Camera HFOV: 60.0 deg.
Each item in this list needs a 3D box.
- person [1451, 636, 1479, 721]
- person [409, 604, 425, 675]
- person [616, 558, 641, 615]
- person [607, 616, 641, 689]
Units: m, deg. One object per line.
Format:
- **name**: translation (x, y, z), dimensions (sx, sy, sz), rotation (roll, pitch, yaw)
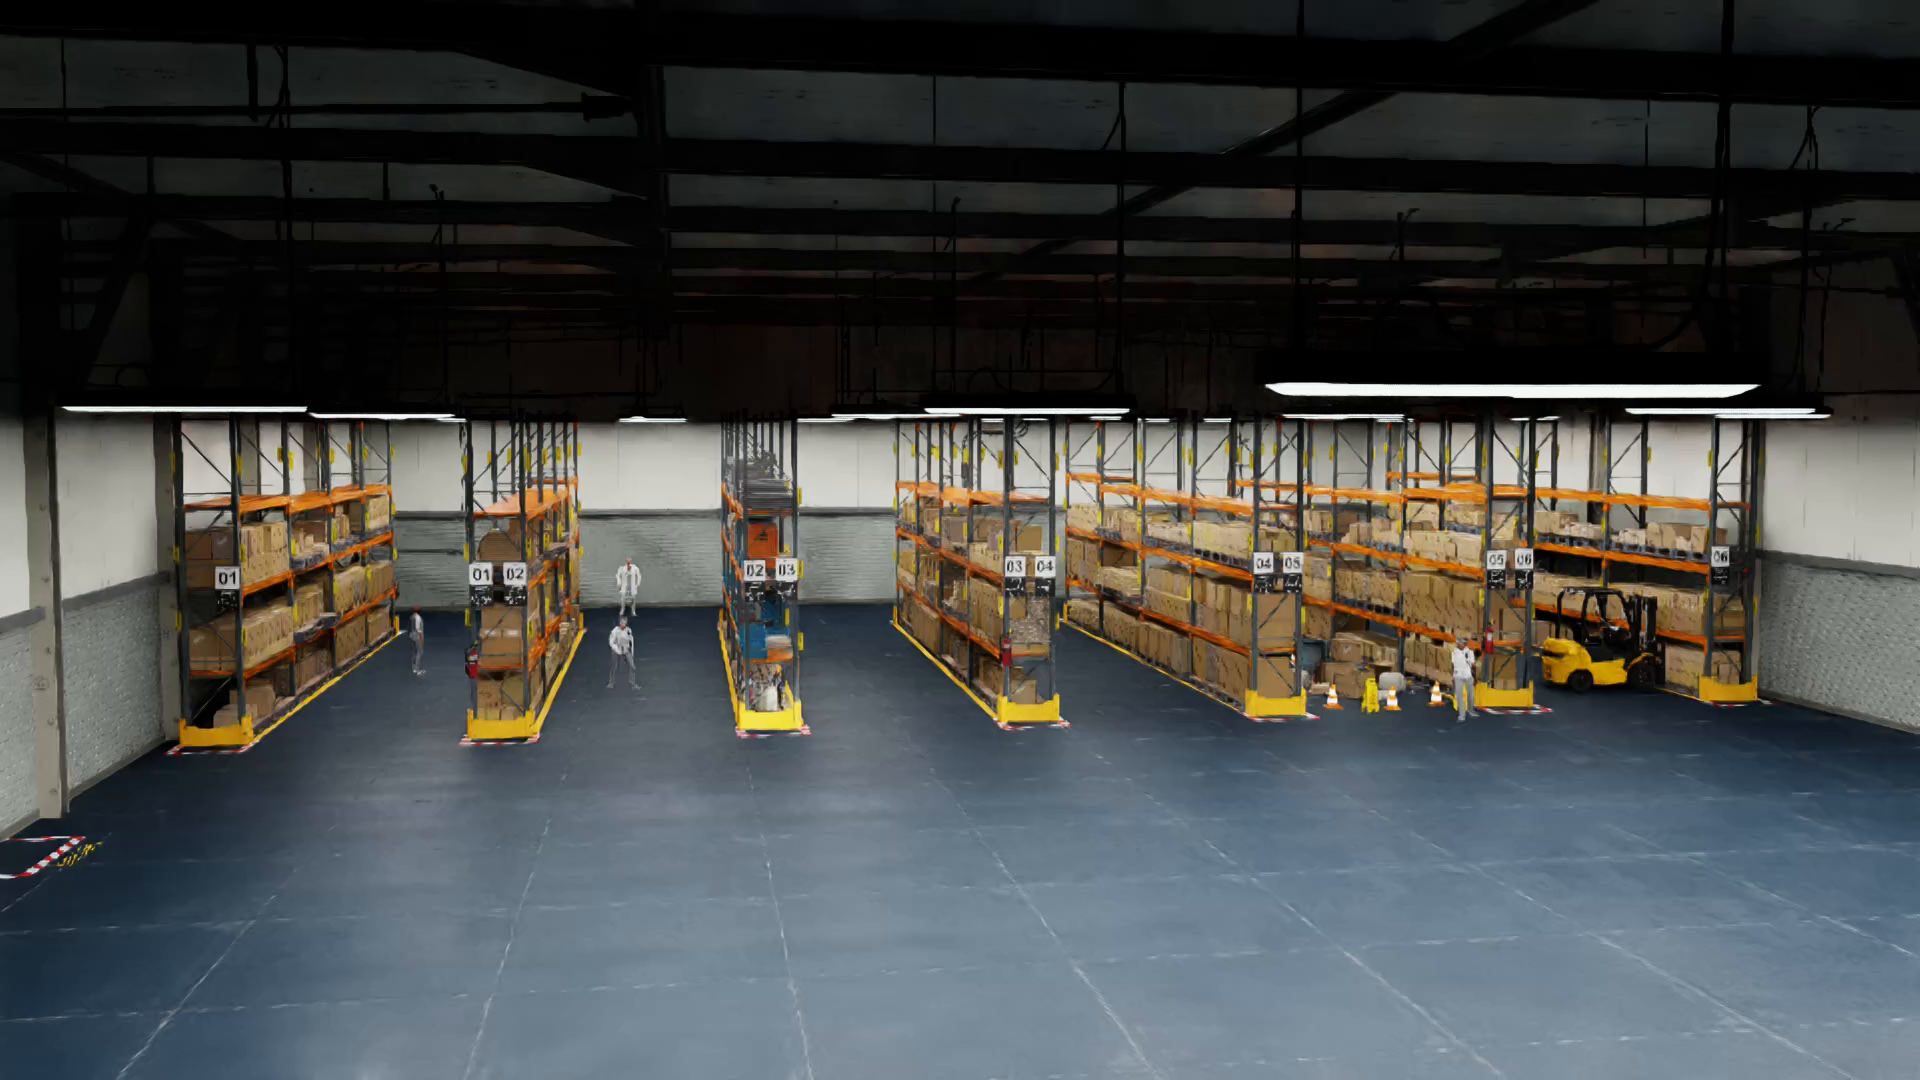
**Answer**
- **person**: translation (9.775, 2.655, 32.159), dimensions (0.520, 1.660, 0.543), rotation (2, 4, 27)
- **person**: translation (-12.440, 2.280, 38.148), dimensions (0.346, 1.642, 0.482), rotation (-3, 5, -38)
- **person**: translation (-9.958, 1.382, 49.926), dimensions (0.724, 1.733, 0.546), rotation (-1, 4, -11)
- **person**: translation (-7.290, 2.410, 35.852), dimensions (0.639, 1.610, 0.807), rotation (-2, 4, -26)
